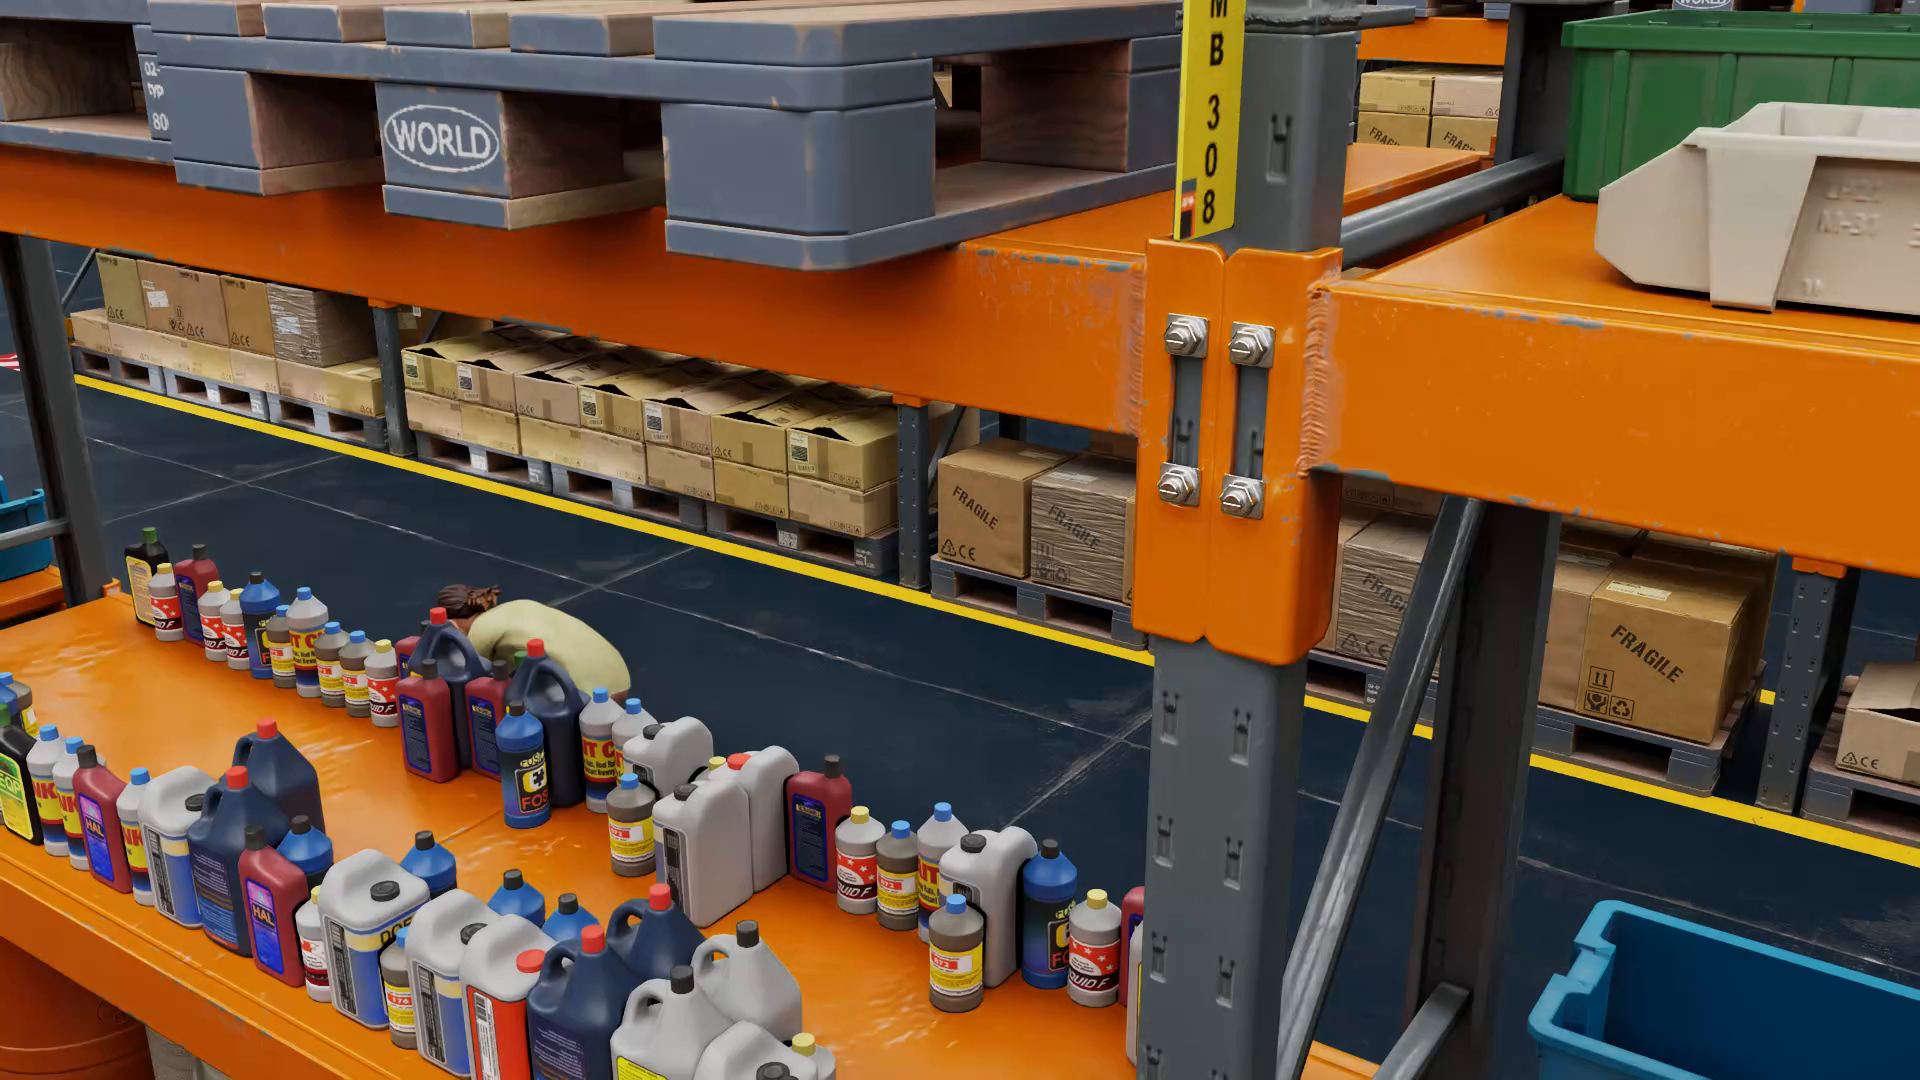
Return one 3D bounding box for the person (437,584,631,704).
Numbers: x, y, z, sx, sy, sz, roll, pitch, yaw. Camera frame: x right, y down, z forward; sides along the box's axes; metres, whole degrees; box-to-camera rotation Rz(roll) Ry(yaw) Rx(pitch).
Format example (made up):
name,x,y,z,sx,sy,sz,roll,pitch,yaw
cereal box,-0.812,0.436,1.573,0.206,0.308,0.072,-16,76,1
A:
name,x,y,z,sx,sy,sz,roll,pitch,yaw
person,-1.661,0.575,6.447,0.843,0.802,0.461,13,23,31
